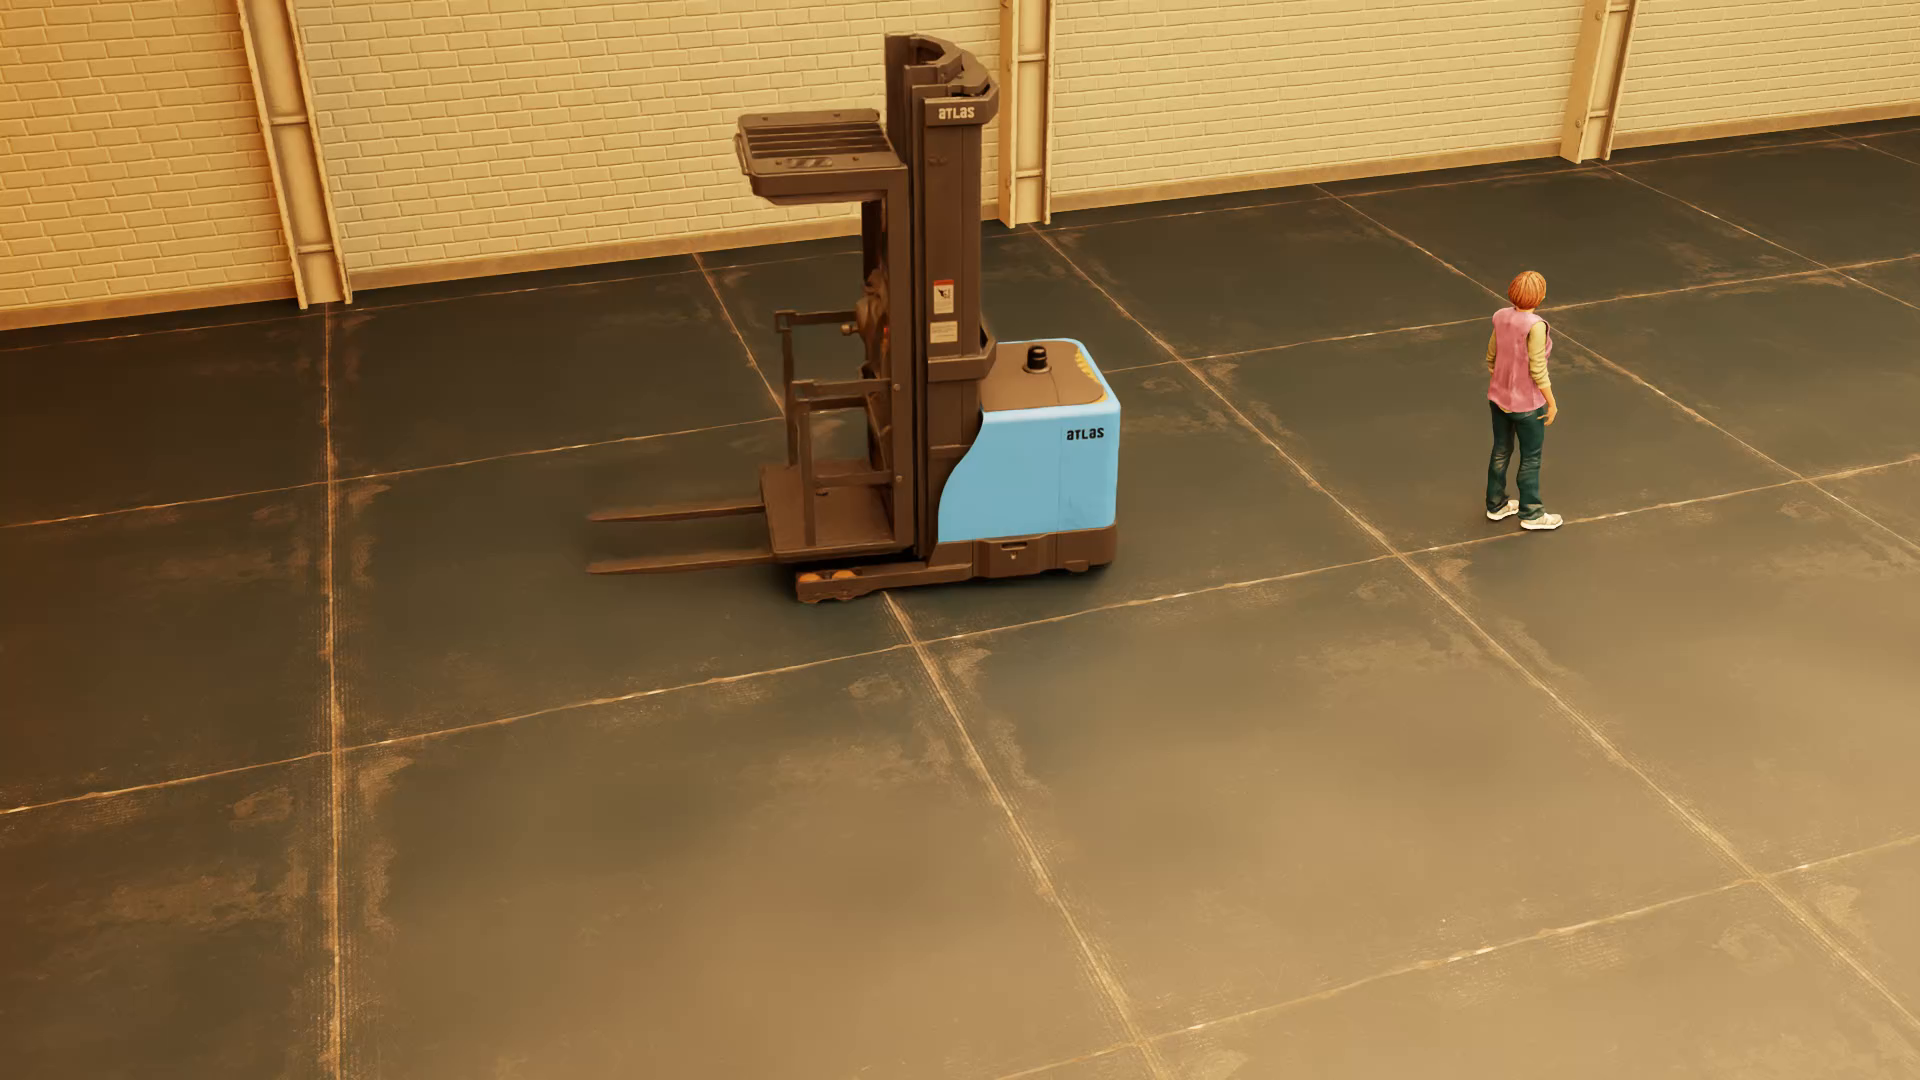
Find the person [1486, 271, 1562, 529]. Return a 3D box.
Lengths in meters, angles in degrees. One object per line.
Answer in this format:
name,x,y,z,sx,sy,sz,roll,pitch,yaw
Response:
person,3.370,-0.839,9.868,0.473,1.599,0.520,-14,33,-22

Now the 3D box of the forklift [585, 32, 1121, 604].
forklift,-0.660,-1.196,9.166,3.031,2.935,1.130,-5,30,-9
